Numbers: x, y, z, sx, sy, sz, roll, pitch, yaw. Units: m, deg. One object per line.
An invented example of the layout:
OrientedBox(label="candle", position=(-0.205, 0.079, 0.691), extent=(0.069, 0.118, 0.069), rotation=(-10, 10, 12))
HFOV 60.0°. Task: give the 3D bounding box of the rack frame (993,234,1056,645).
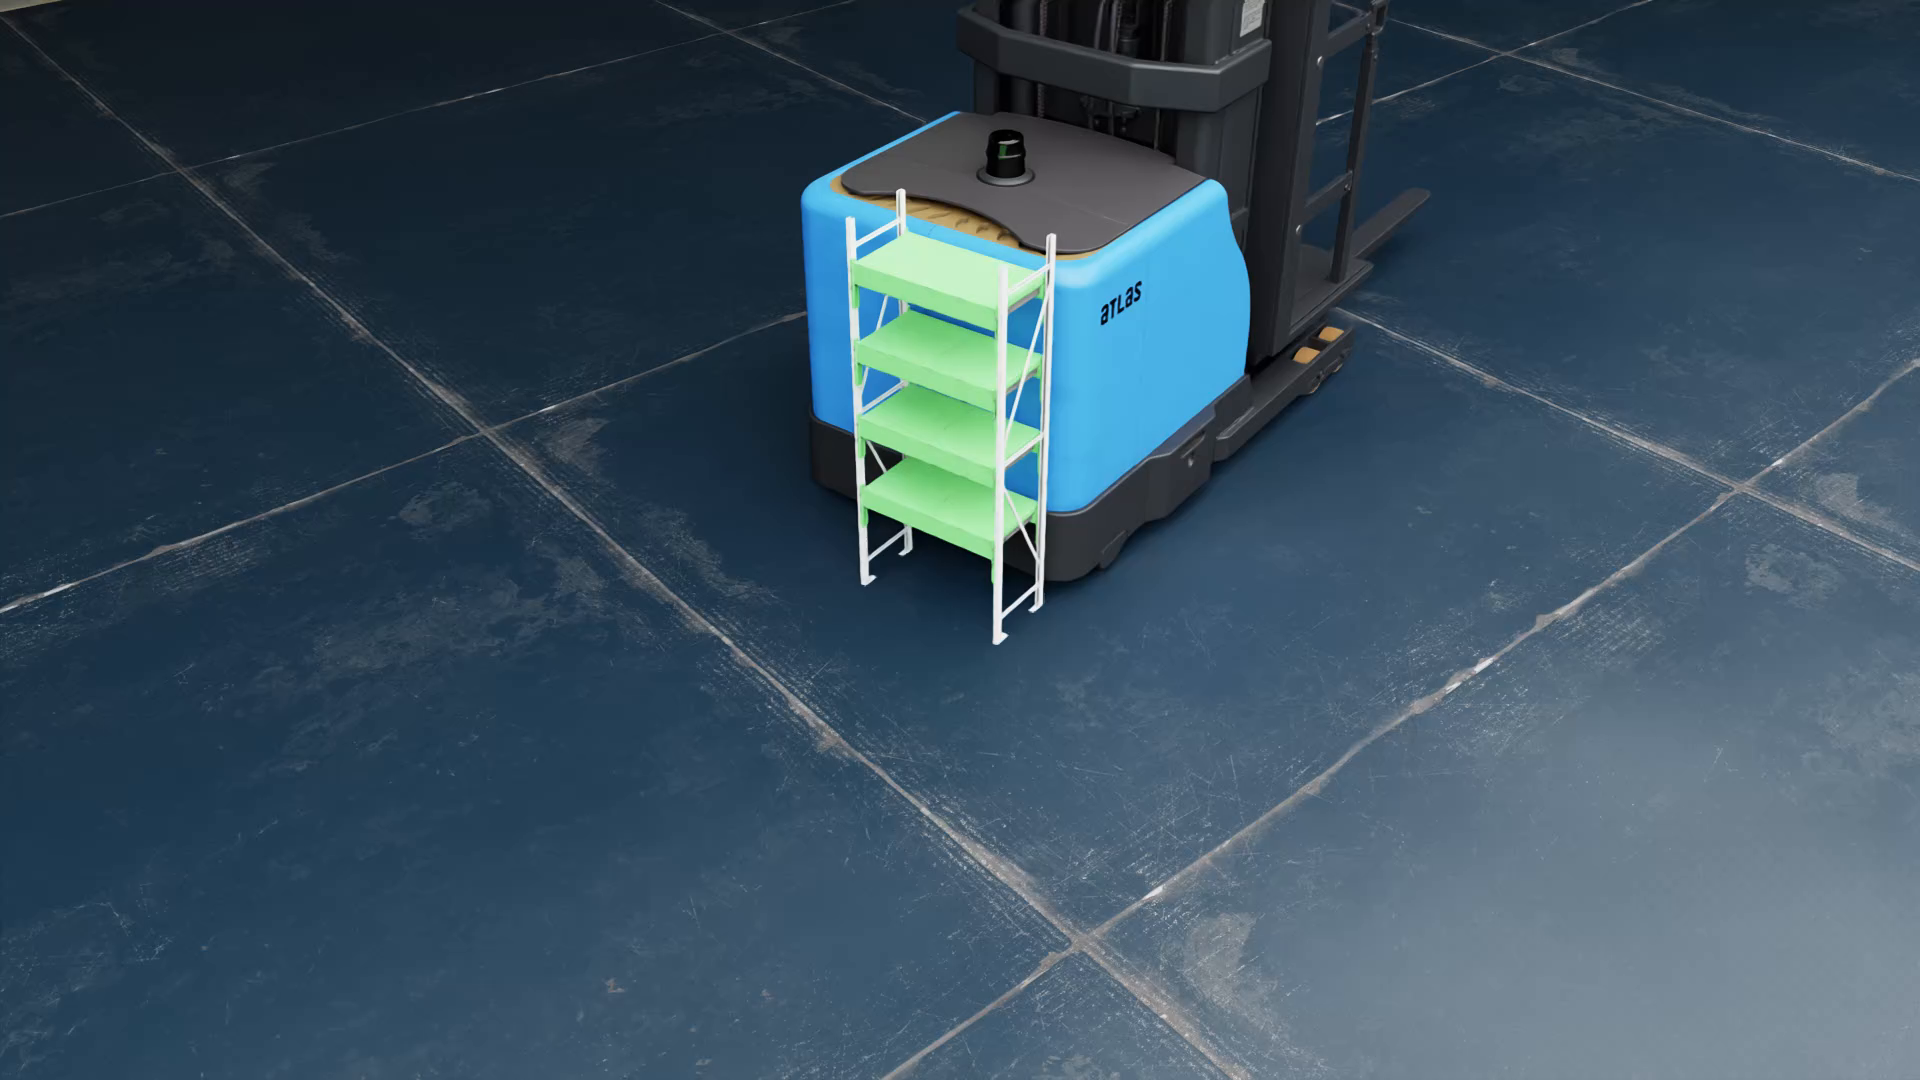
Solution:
OrientedBox(label="rack frame", position=(0.172, -0.243, 4.554), extent=(0.015, 1.200, 0.240), rotation=(23, 41, 28))

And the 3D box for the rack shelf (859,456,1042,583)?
OrientedBox(label="rack shelf", position=(-0.026, -0.077, 4.846), extent=(0.480, 0.148, 0.258), rotation=(23, 41, 28))

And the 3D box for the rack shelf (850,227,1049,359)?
OrientedBox(label="rack shelf", position=(-0.026, -0.664, 4.430), extent=(0.480, 0.148, 0.258), rotation=(23, 41, 28))

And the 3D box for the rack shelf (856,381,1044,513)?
OrientedBox(label="rack shelf", position=(-0.026, -0.273, 4.708), extent=(0.480, 0.148, 0.258), rotation=(23, 41, 28))

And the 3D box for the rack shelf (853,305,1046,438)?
OrientedBox(label="rack shelf", position=(-0.026, -0.469, 4.569), extent=(0.480, 0.148, 0.258), rotation=(23, 41, 28))

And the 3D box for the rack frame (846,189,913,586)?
OrientedBox(label="rack frame", position=(-0.225, -0.407, 4.787), extent=(0.015, 1.200, 0.240), rotation=(23, 41, 28))

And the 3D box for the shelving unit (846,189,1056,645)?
OrientedBox(label="shelving unit", position=(-0.026, -0.325, 4.671), extent=(0.503, 1.200, 0.258), rotation=(23, 41, 28))

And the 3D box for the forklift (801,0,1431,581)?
OrientedBox(label="forklift", position=(0.793, -1.873, 5.359), extent=(1.130, 2.935, 3.031), rotation=(23, 41, 29))
